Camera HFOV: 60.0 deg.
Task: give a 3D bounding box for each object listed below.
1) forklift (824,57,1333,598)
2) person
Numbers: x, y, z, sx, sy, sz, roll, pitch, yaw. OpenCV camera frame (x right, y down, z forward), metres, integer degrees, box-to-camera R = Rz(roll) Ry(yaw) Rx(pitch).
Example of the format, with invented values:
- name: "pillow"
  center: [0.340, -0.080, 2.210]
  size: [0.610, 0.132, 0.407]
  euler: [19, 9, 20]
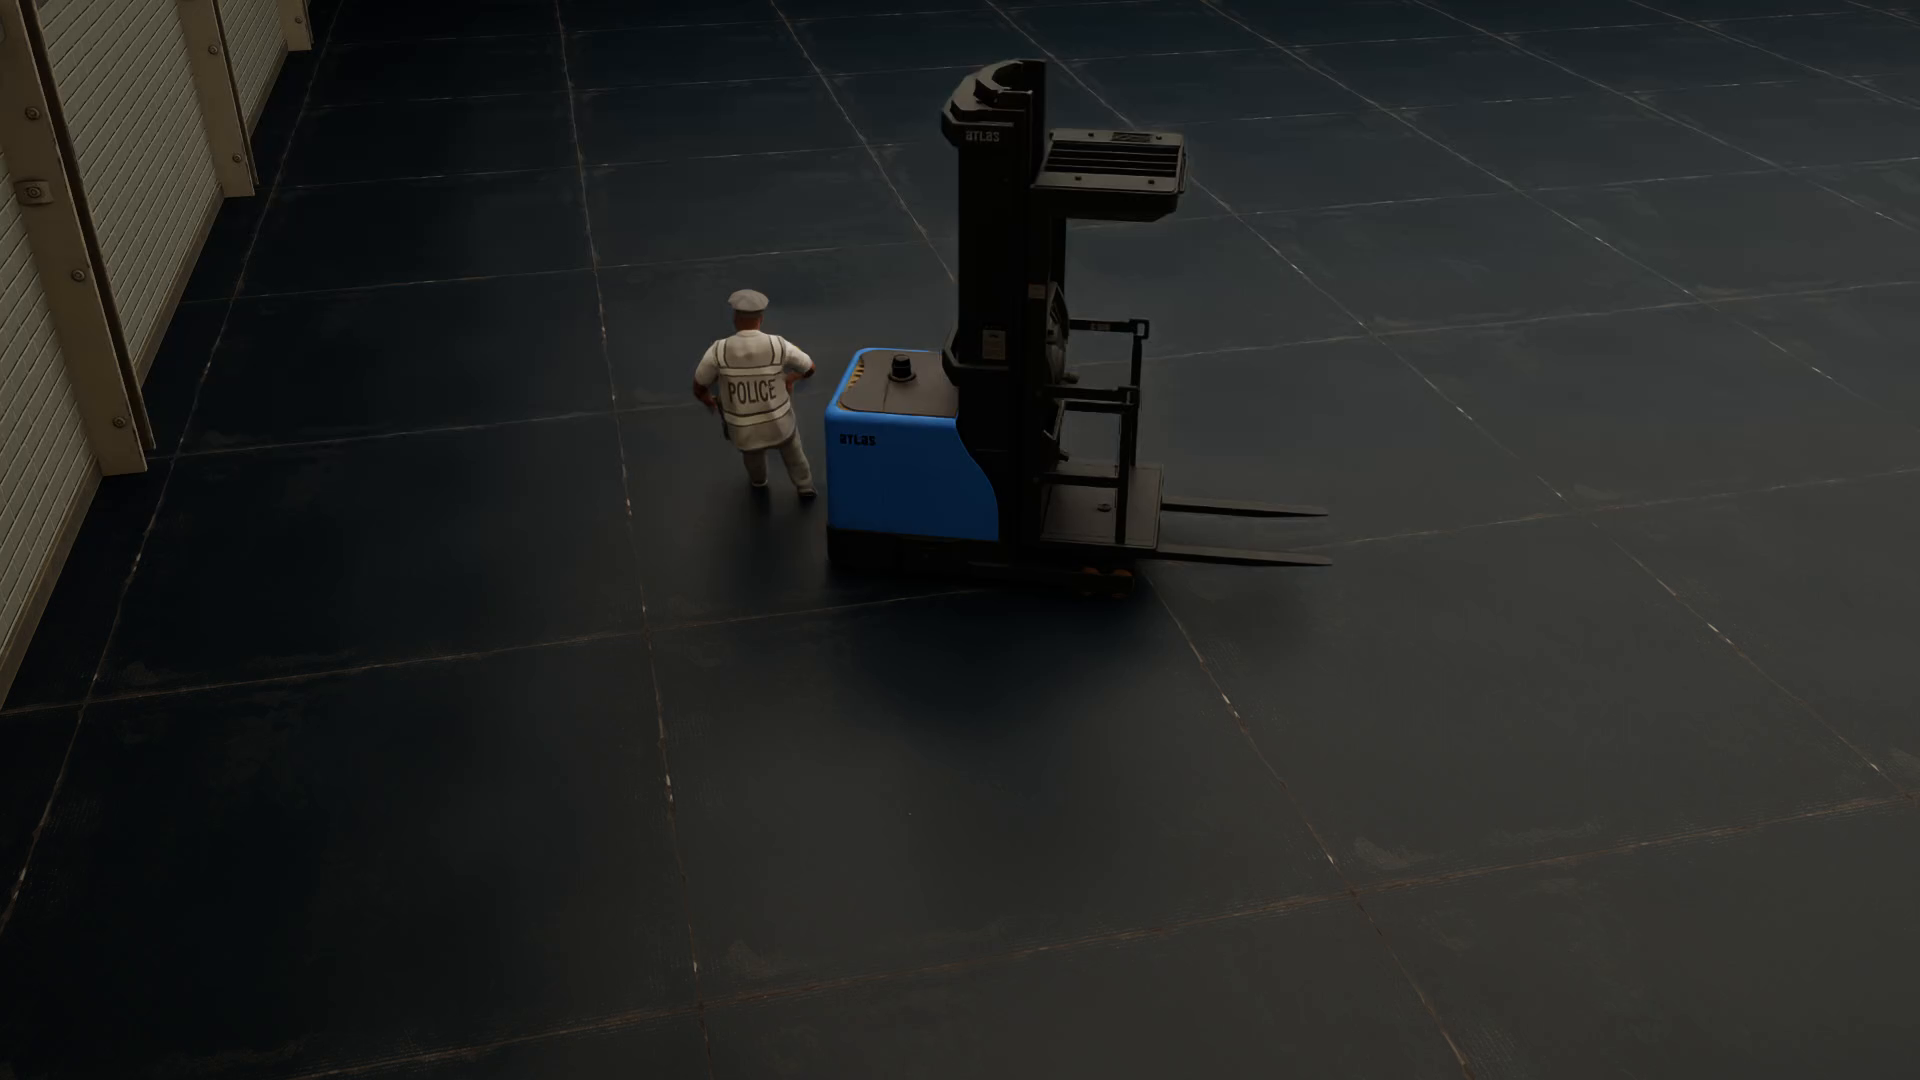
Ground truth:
- name: "forklift"
  center: [0.751, -1.211, 9.666]
  size: [3.031, 2.935, 1.130]
  euler: [4, 30, 8]
- name: "person"
  center: [-1.318, -0.888, 10.609]
  size: [0.773, 1.566, 0.935]
  euler: [-6, 31, -11]
